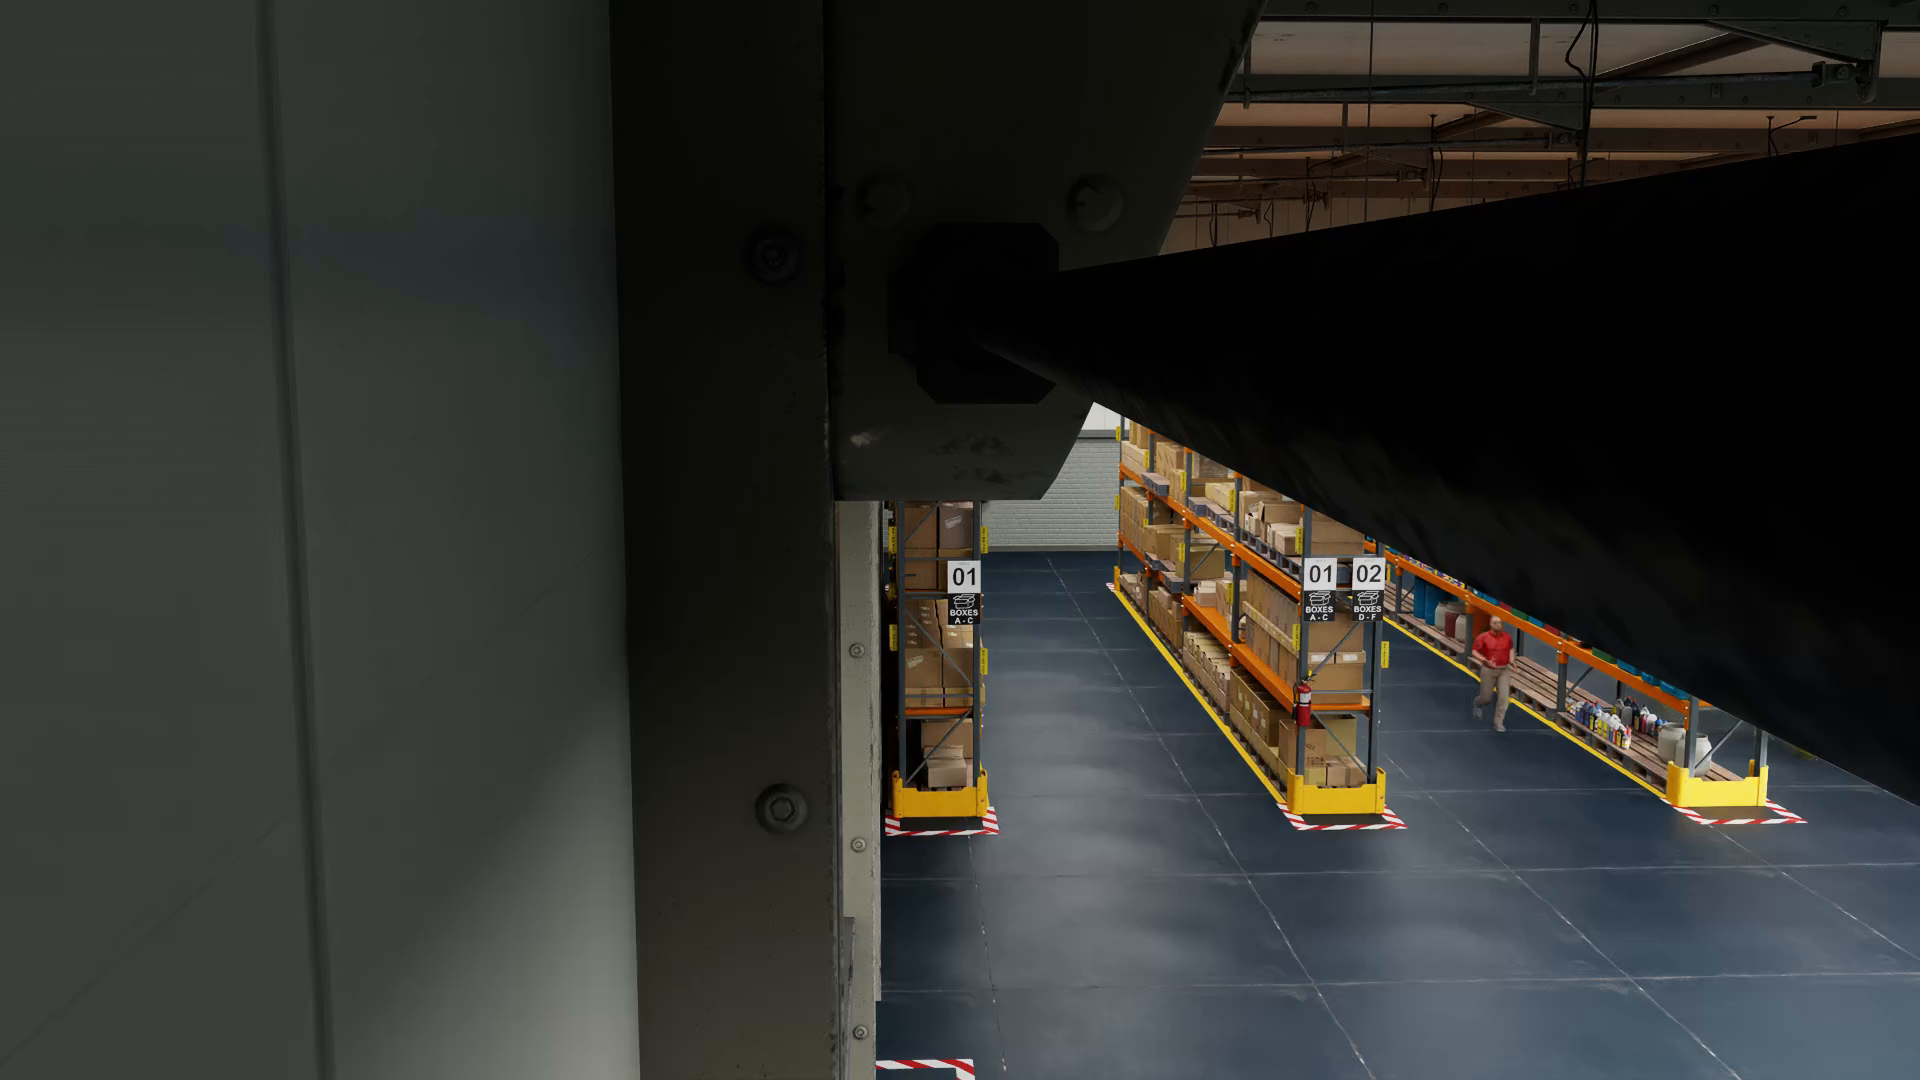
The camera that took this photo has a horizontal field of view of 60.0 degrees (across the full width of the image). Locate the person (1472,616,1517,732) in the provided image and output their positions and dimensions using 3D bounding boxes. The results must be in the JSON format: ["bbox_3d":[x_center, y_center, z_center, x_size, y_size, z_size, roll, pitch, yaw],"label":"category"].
[{"bbox_3d":[7.927,1.955,24.672,0.674,1.682,0.782,-1,8,-4],"label":"person"}]
